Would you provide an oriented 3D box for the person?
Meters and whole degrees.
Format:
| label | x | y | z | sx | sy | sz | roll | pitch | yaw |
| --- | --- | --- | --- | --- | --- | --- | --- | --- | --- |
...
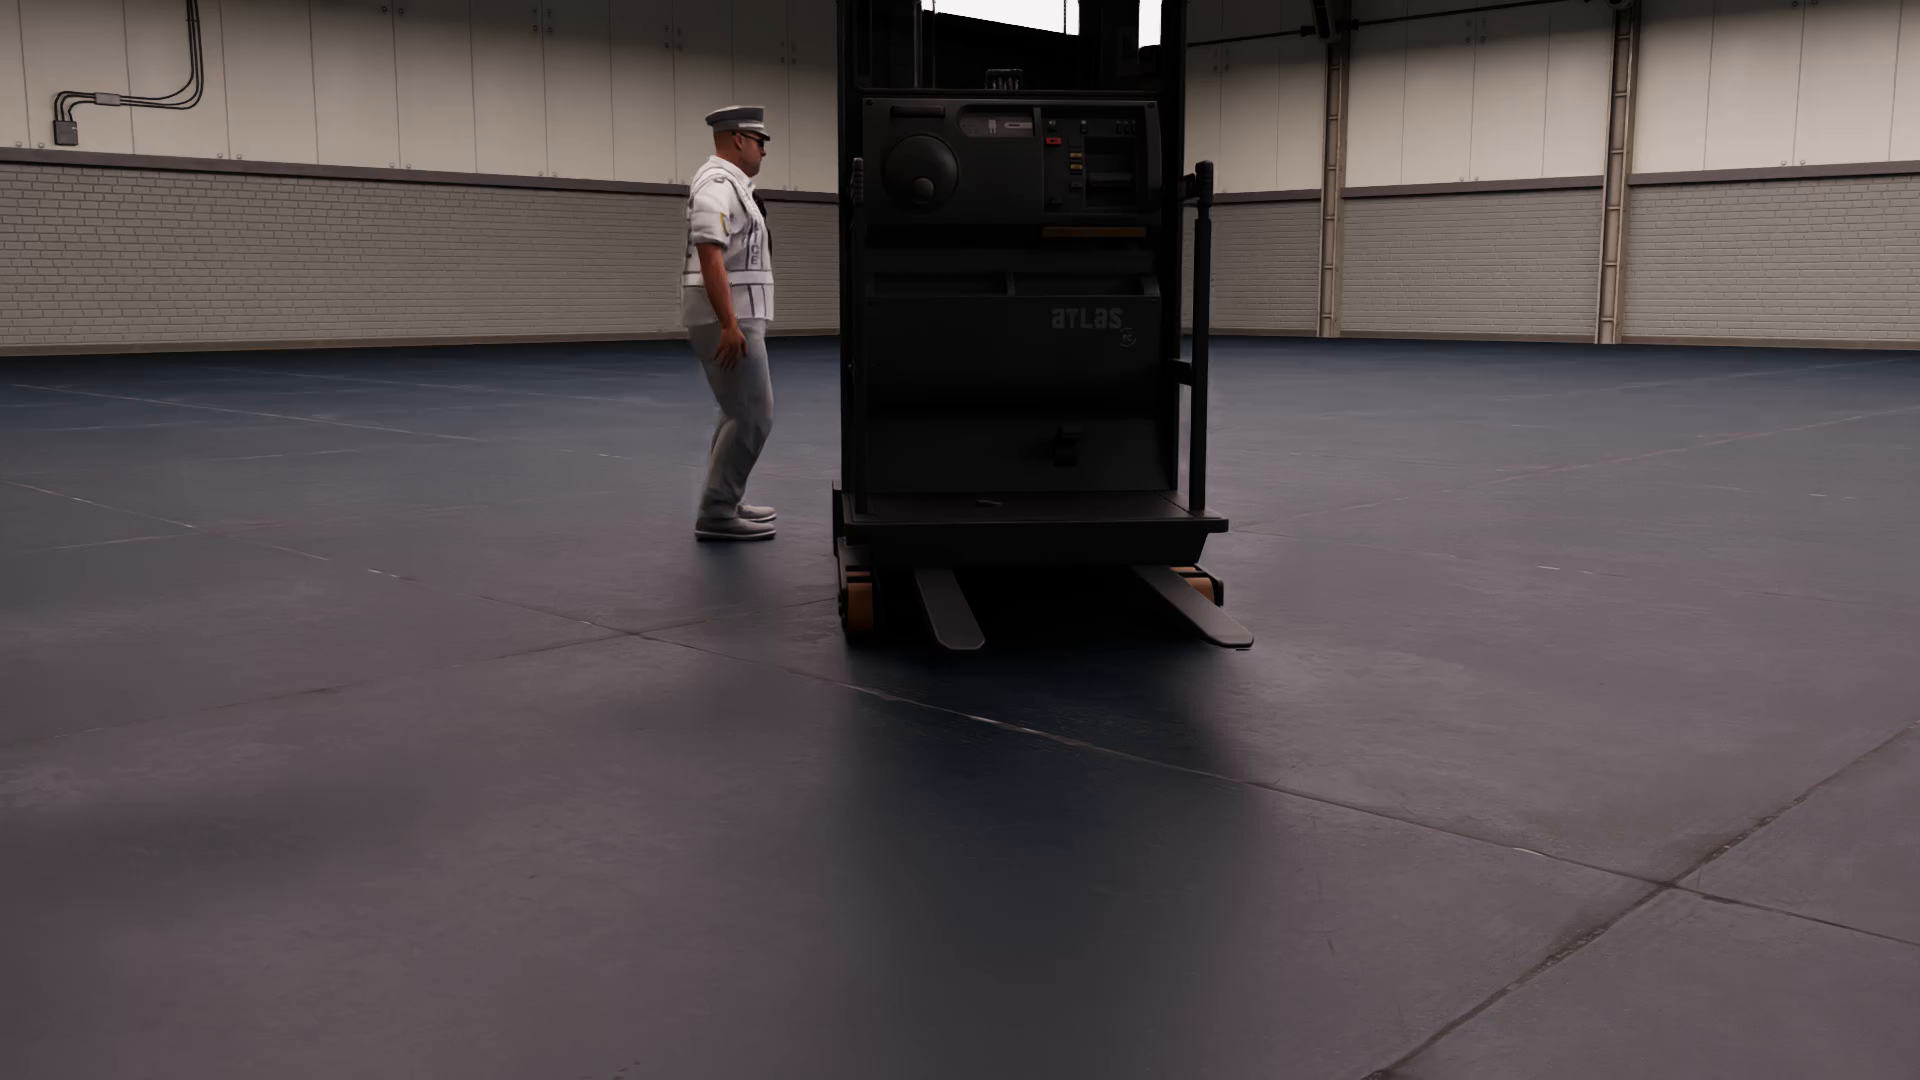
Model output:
| label | x | y | z | sx | sy | sz | roll | pitch | yaw |
| --- | --- | --- | --- | --- | --- | --- | --- | --- | --- |
| person | -0.942 | -0.879 | 6.758 | 0.381 | 1.726 | 0.773 | -1 | 9 | -8 |

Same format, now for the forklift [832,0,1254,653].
| label | x | y | z | sx | sy | sz | roll | pitch | yaw |
| --- | --- | --- | --- | --- | --- | --- | --- | --- | --- |
| forklift | 0.182 | -1.217 | 4.958 | 1.130 | 2.935 | 3.031 | -1 | 9 | -5 |
